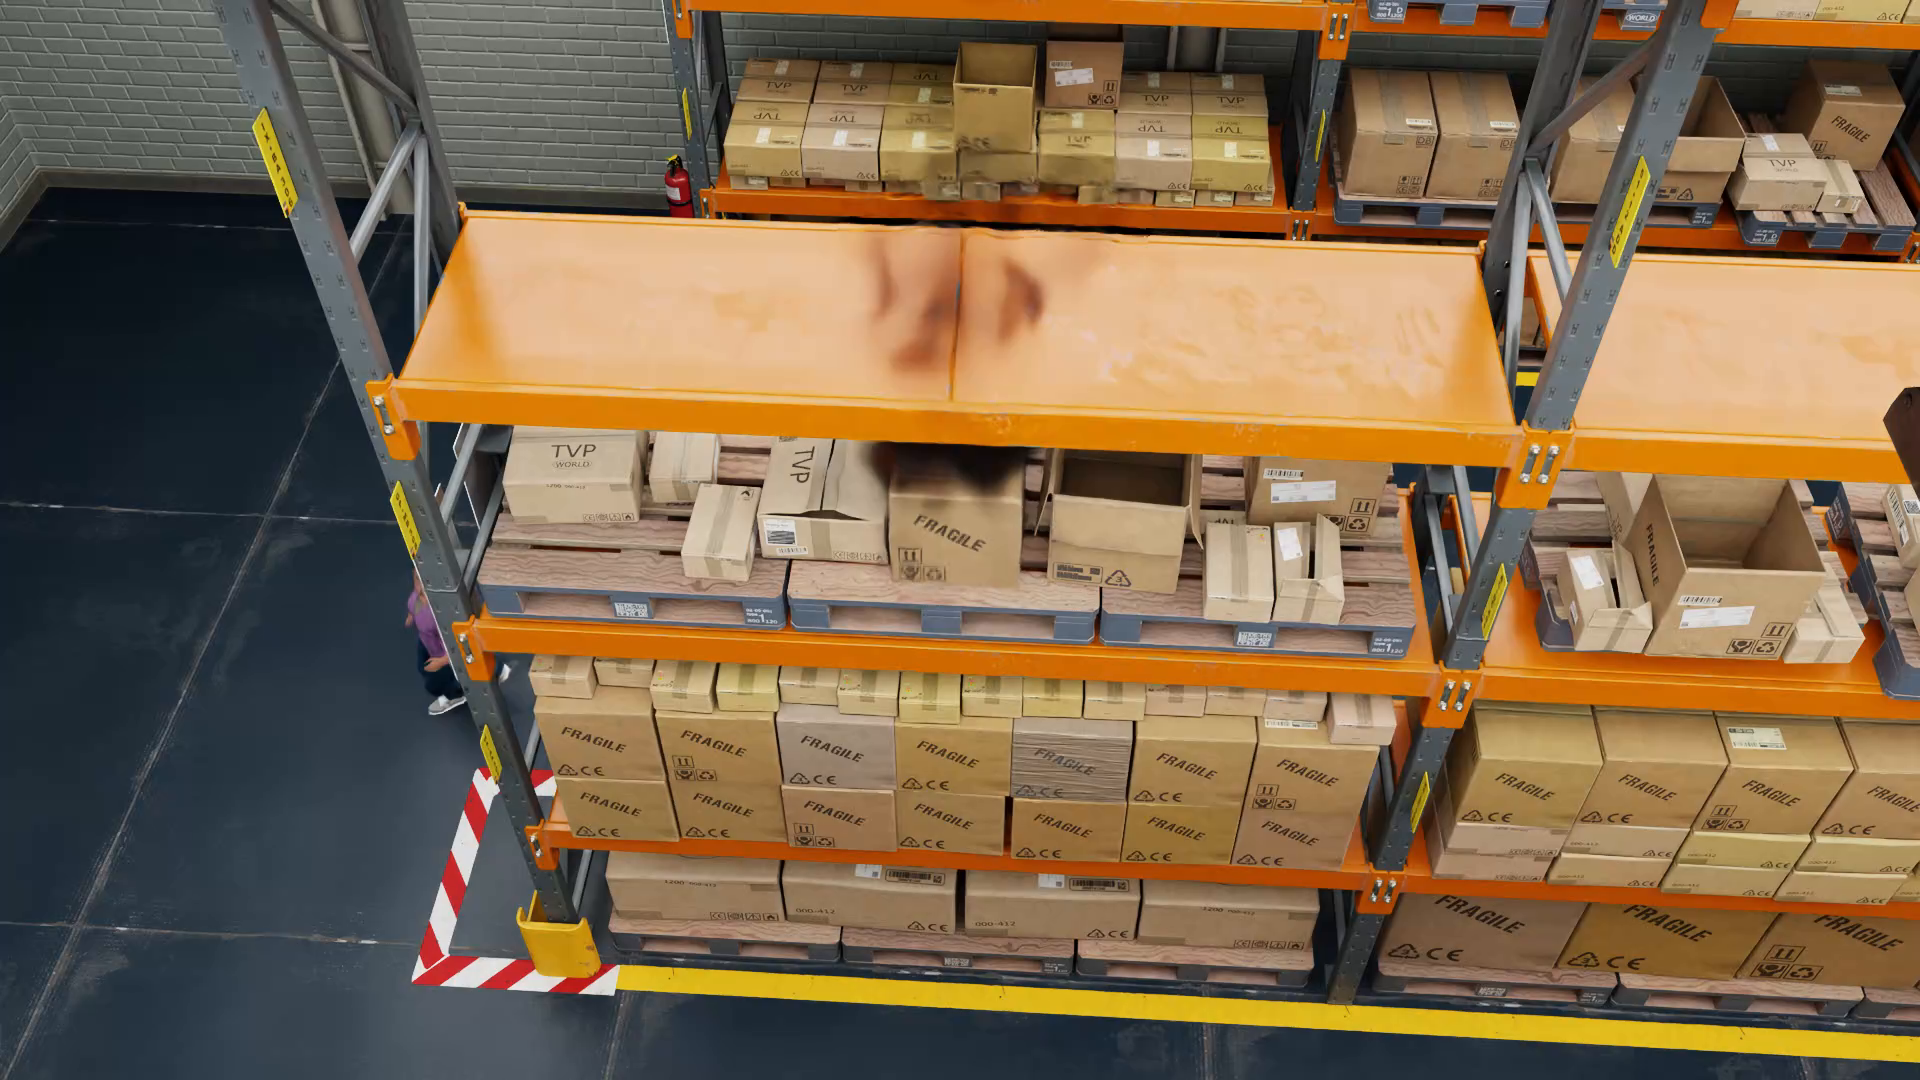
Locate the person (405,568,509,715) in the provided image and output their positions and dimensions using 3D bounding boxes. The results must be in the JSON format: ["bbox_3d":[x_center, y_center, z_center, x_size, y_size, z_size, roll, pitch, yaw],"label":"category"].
[{"bbox_3d":[-2.800,0.562,9.225,0.493,1.549,0.590,-27,53,-22],"label":"person"}]
